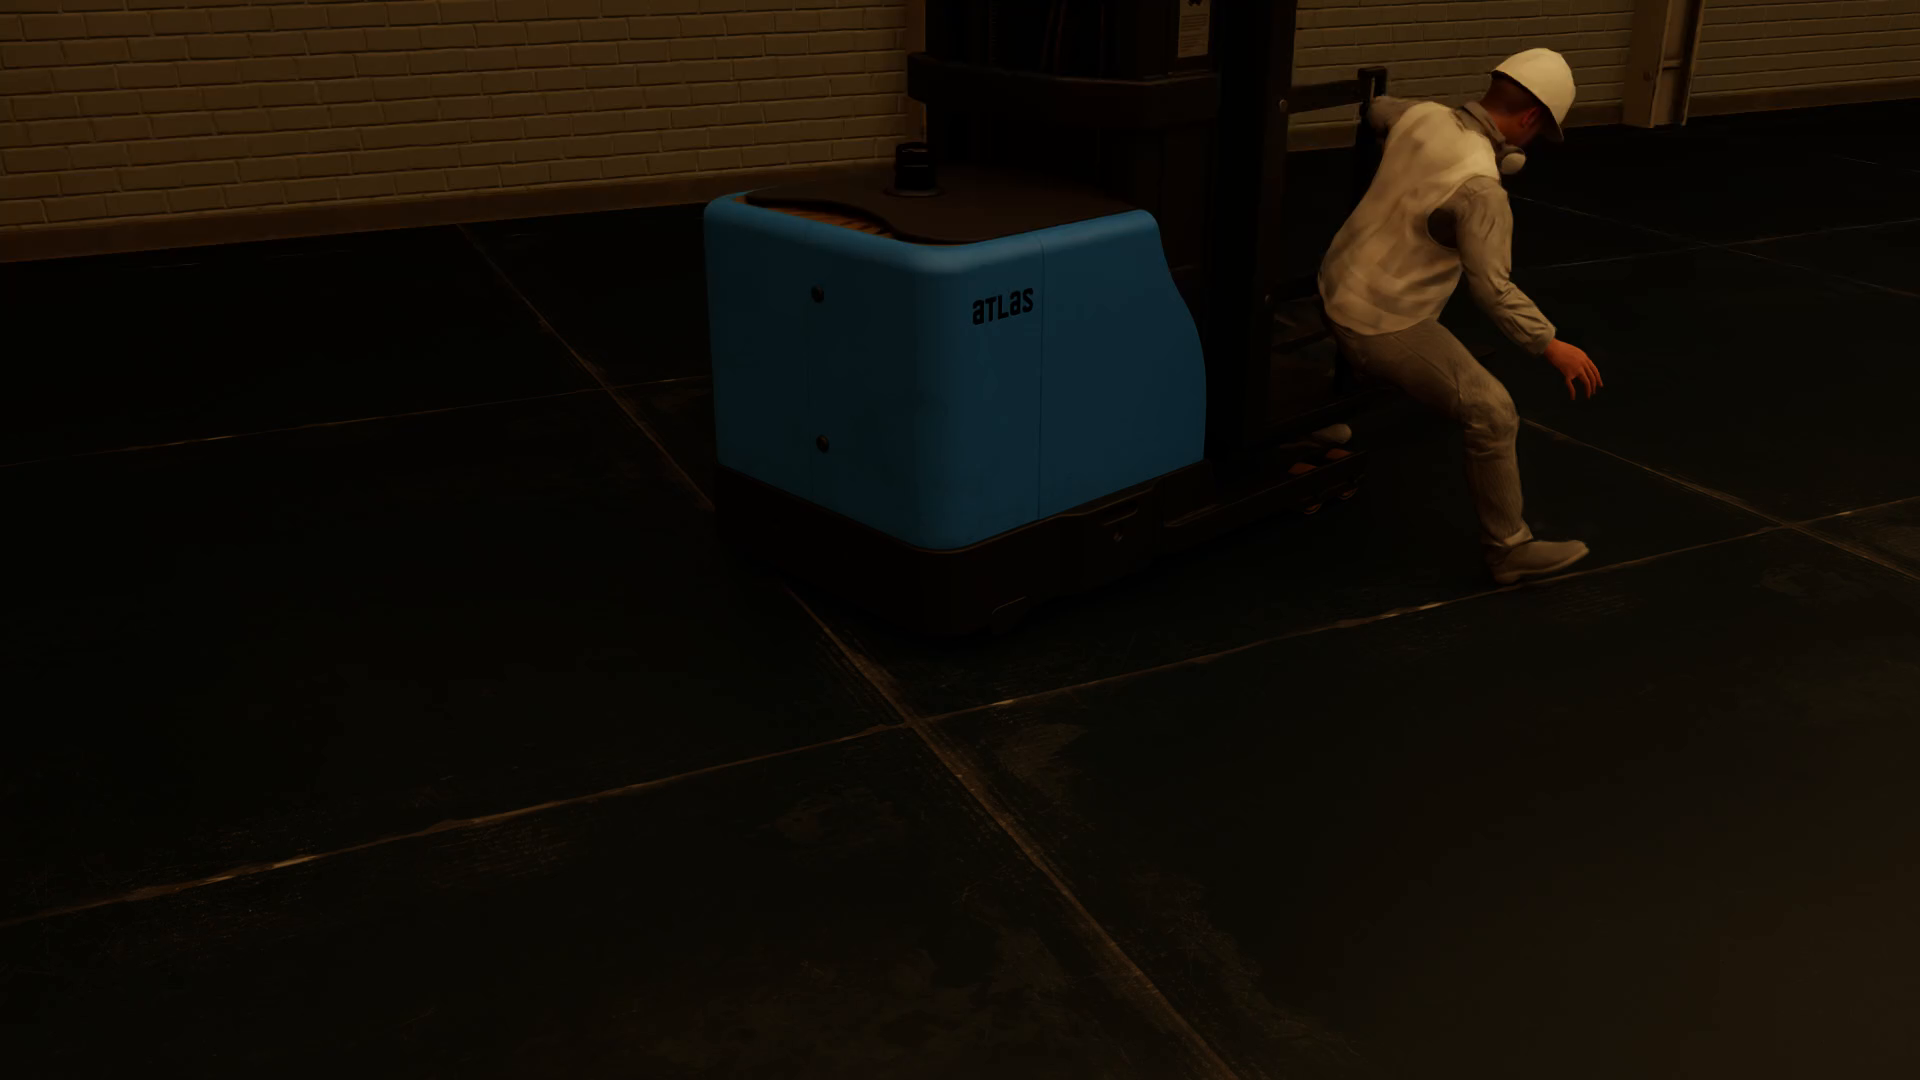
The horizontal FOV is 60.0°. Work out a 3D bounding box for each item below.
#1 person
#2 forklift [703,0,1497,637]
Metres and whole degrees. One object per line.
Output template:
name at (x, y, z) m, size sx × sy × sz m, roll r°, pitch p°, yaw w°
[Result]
person at (1.402, -0.723, 4.969) m, size 0.743 × 1.479 × 1.210 m, roll 0°, pitch 23°, yaw 1°
forklift at (0.691, -1.562, 5.046) m, size 3.031 × 2.935 × 1.130 m, roll -20°, pitch 30°, yaw -39°
